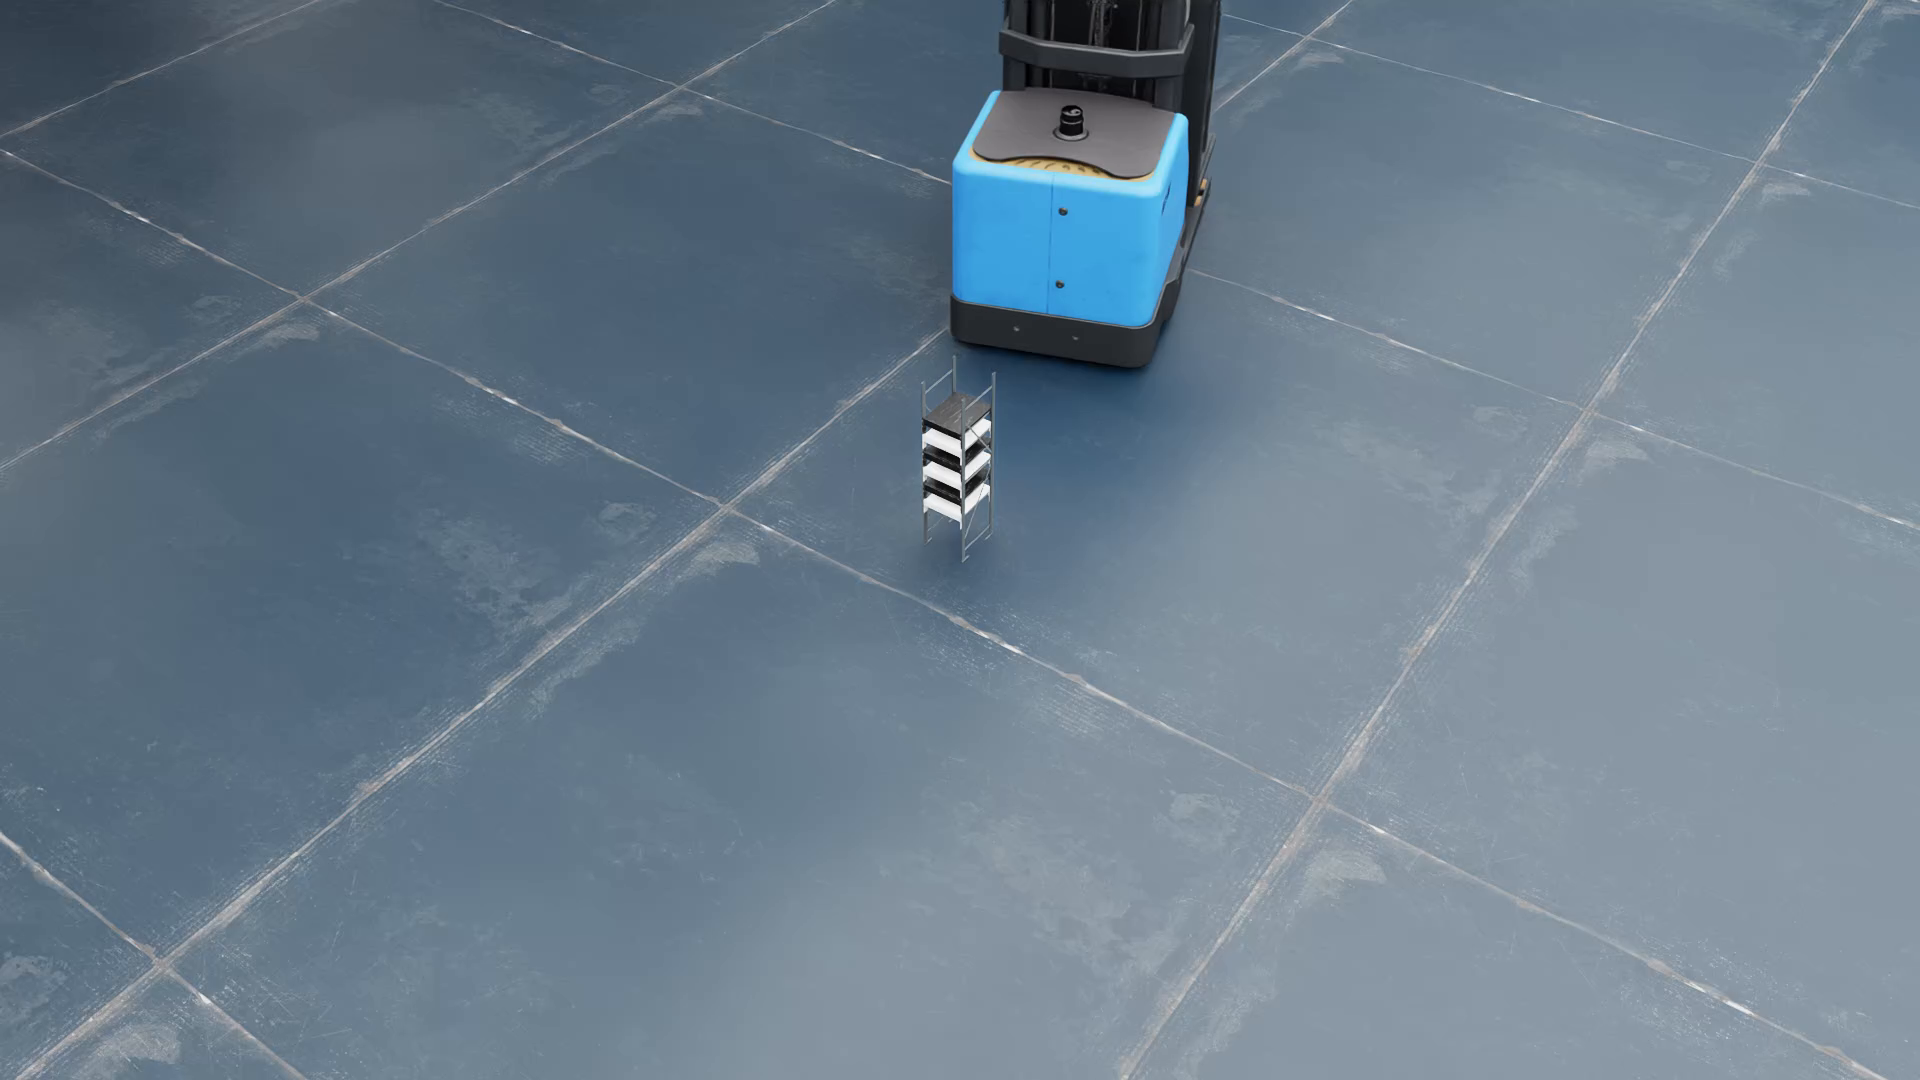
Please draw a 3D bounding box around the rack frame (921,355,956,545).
[{"bbox_3d":[-0.090,-0.377,7.245,0.006,0.900,0.240,25,48,25],"label":"rack frame"}]

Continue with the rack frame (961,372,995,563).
[{"bbox_3d":[0.077,-0.300,7.158,0.006,0.900,0.240,25,48,25],"label":"rack frame"}]

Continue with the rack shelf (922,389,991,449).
[{"bbox_3d":[-0.007,-0.515,7.044,0.200,0.077,0.258,25,48,25],"label":"rack shelf"}]

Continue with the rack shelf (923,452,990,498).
[{"bbox_3d":[-0.007,-0.314,7.224,0.200,0.077,0.258,25,48,25],"label":"rack shelf"}]

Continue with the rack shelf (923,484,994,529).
[{"bbox_3d":[-0.007,-0.179,7.344,0.200,0.077,0.258,25,48,25],"label":"rack shelf"}]

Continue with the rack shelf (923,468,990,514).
[{"bbox_3d":[-0.007,-0.247,7.284,0.200,0.077,0.258,25,48,25],"label":"rack shelf"}]

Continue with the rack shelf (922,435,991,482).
[{"bbox_3d":[-0.007,-0.381,7.164,0.200,0.077,0.258,25,48,25],"label":"rack shelf"}]

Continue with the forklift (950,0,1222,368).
[{"bbox_3d":[0.830,-2.955,8.602,1.130,2.935,3.031,10,43,11],"label":"forklift"}]

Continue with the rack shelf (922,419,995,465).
[{"bbox_3d":[-0.007,-0.448,7.104,0.200,0.077,0.258,25,48,25],"label":"rack shelf"}]

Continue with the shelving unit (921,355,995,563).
[{"bbox_3d":[-0.007,-0.338,7.202,0.210,0.900,0.258,25,48,25],"label":"shelving unit"}]
